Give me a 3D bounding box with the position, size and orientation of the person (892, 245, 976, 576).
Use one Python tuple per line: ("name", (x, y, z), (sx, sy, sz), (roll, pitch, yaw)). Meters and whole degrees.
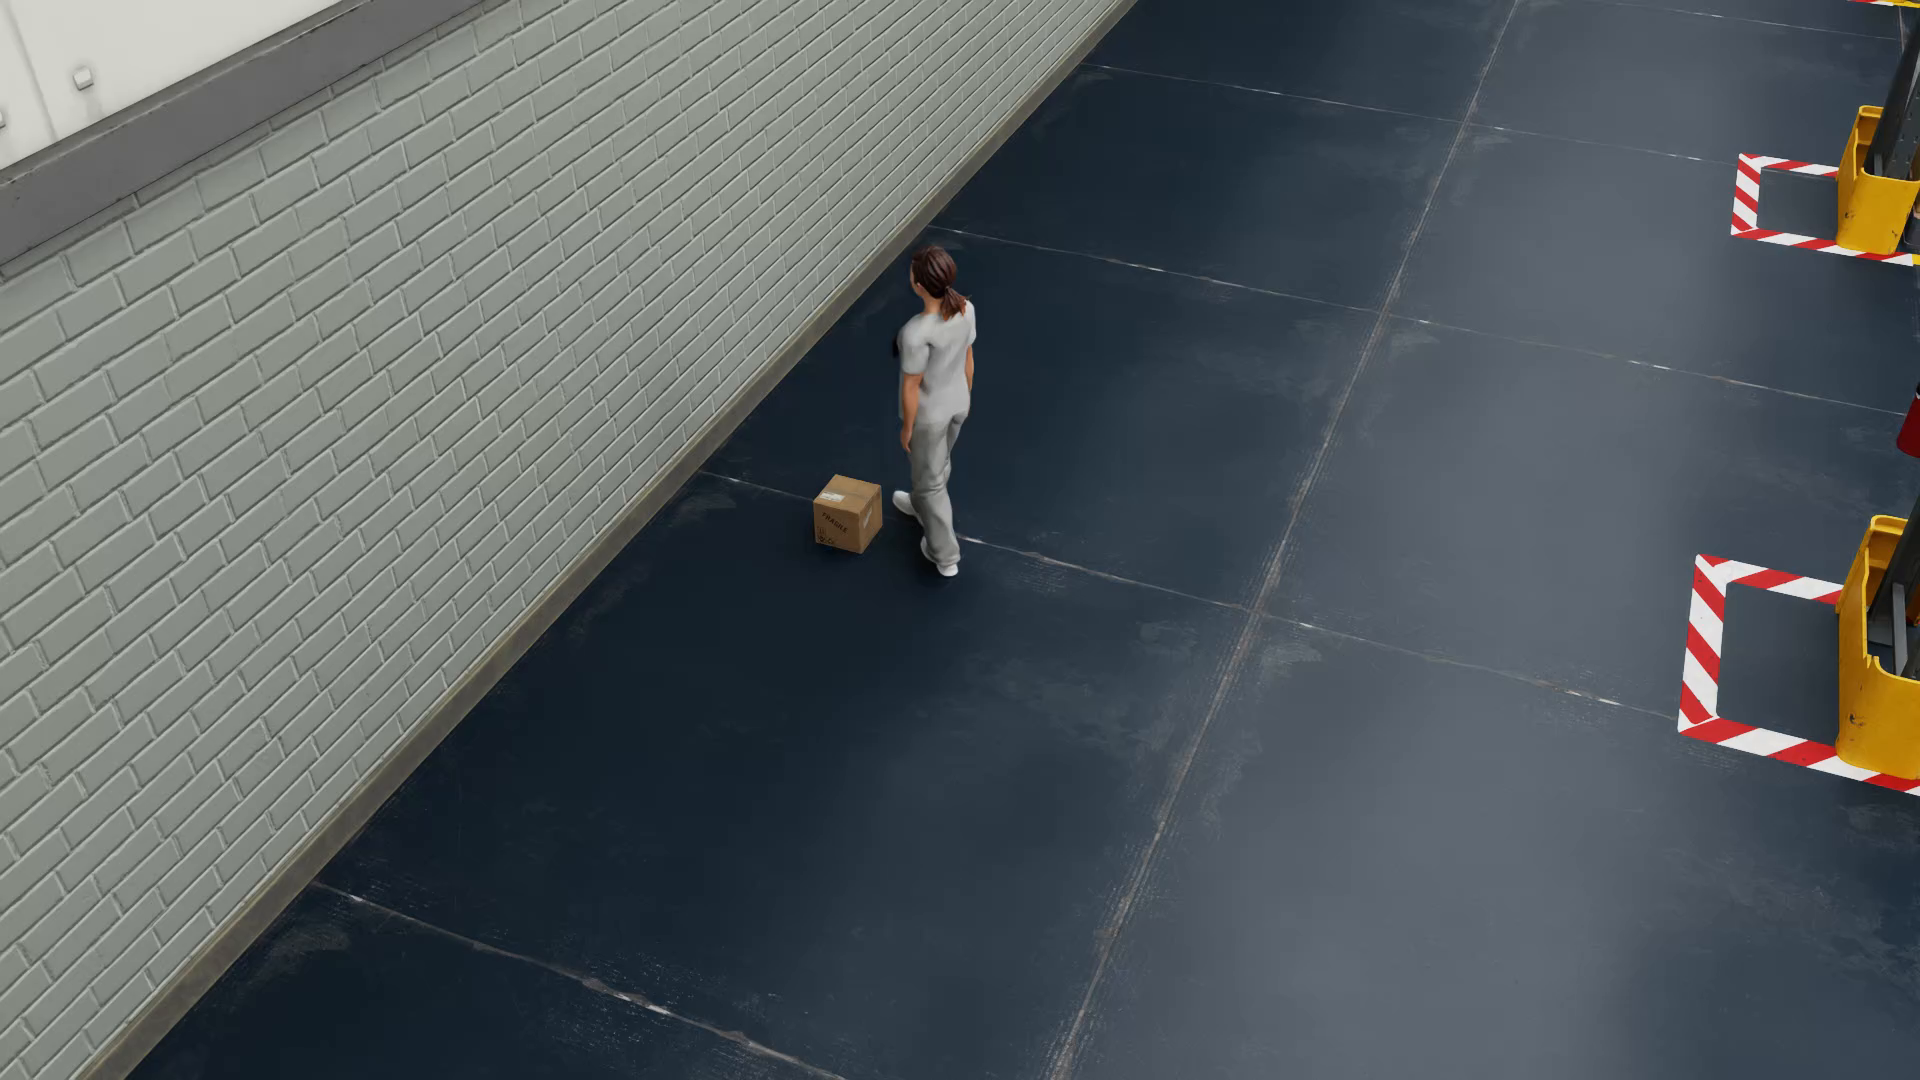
("person", (-0.209, -0.635, 7.638), (0.621, 1.666, 0.448), (29, 46, 32))
